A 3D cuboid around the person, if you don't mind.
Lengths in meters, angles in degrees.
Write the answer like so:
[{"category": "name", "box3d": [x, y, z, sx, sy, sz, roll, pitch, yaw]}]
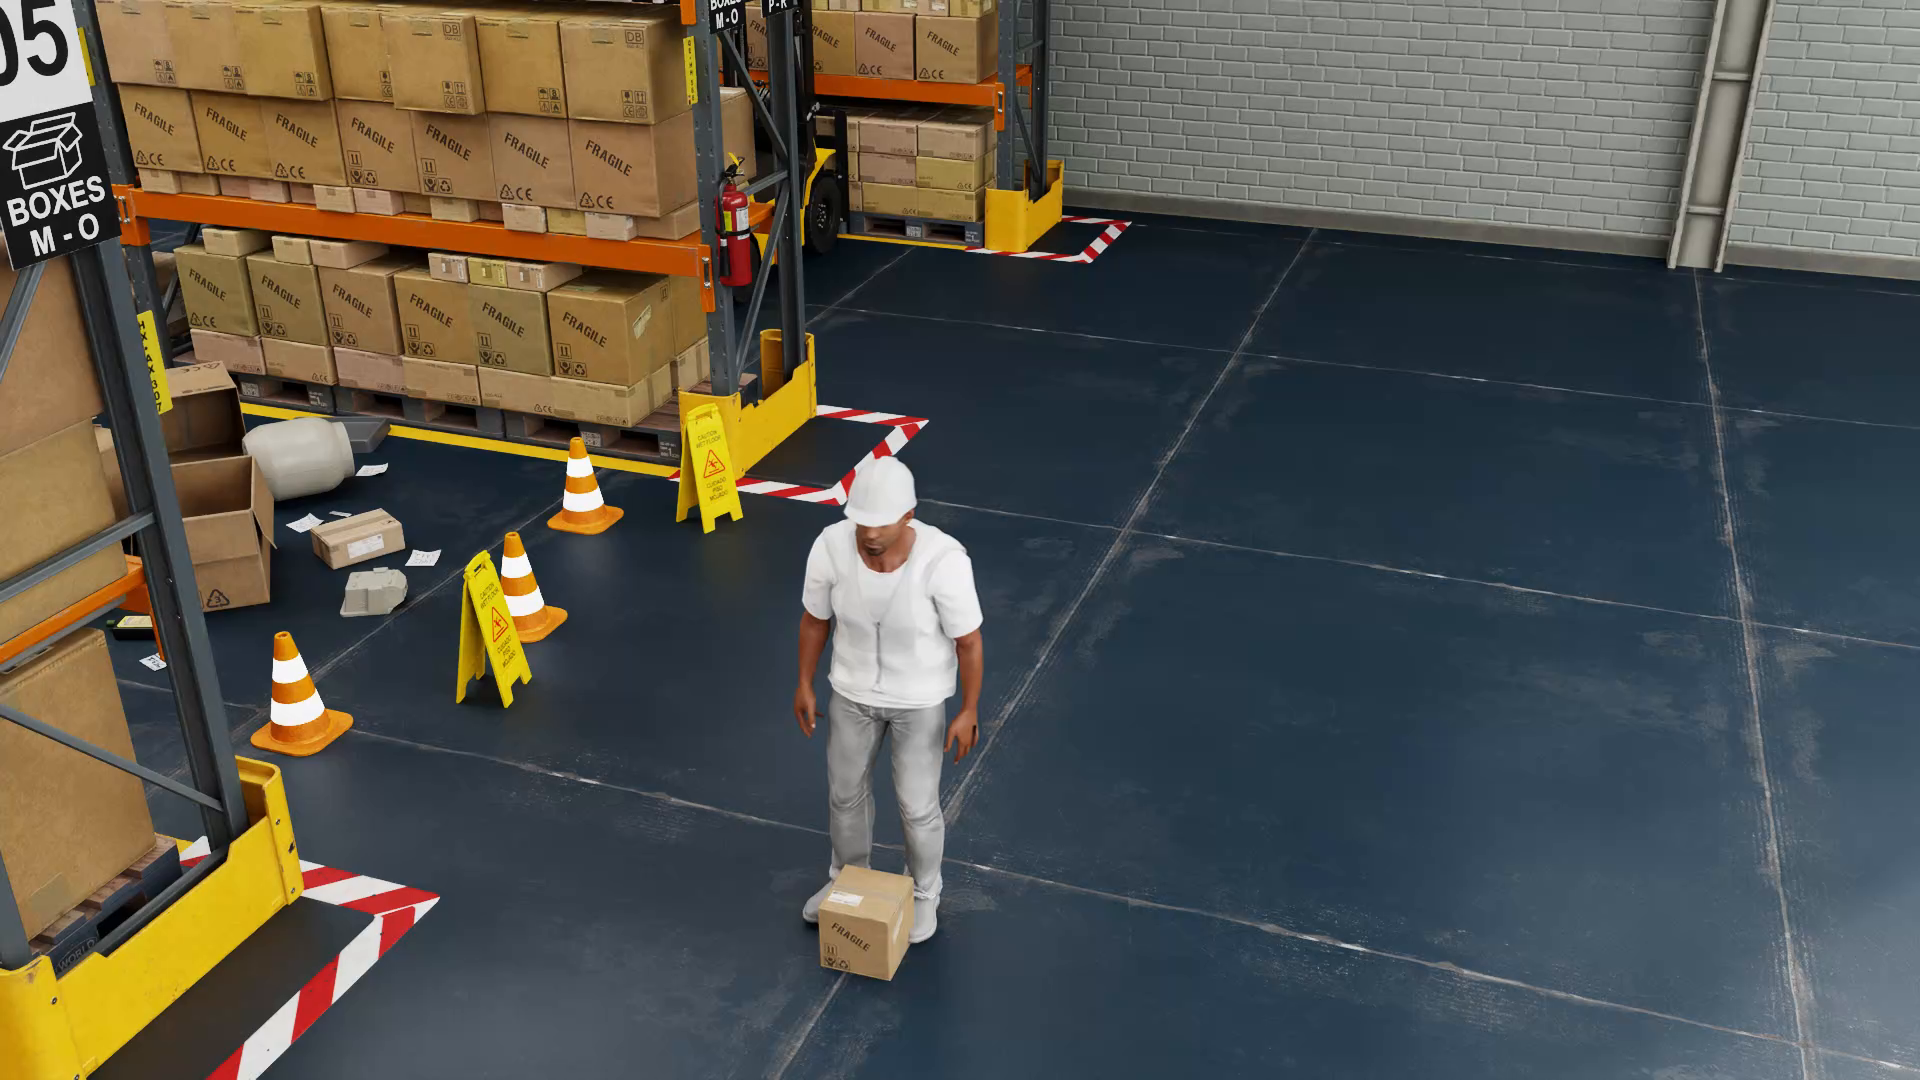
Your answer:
[{"category": "person", "box3d": [-0.242, 0.524, 5.497, 0.638, 1.757, 0.454, 8, 27, 16]}]
